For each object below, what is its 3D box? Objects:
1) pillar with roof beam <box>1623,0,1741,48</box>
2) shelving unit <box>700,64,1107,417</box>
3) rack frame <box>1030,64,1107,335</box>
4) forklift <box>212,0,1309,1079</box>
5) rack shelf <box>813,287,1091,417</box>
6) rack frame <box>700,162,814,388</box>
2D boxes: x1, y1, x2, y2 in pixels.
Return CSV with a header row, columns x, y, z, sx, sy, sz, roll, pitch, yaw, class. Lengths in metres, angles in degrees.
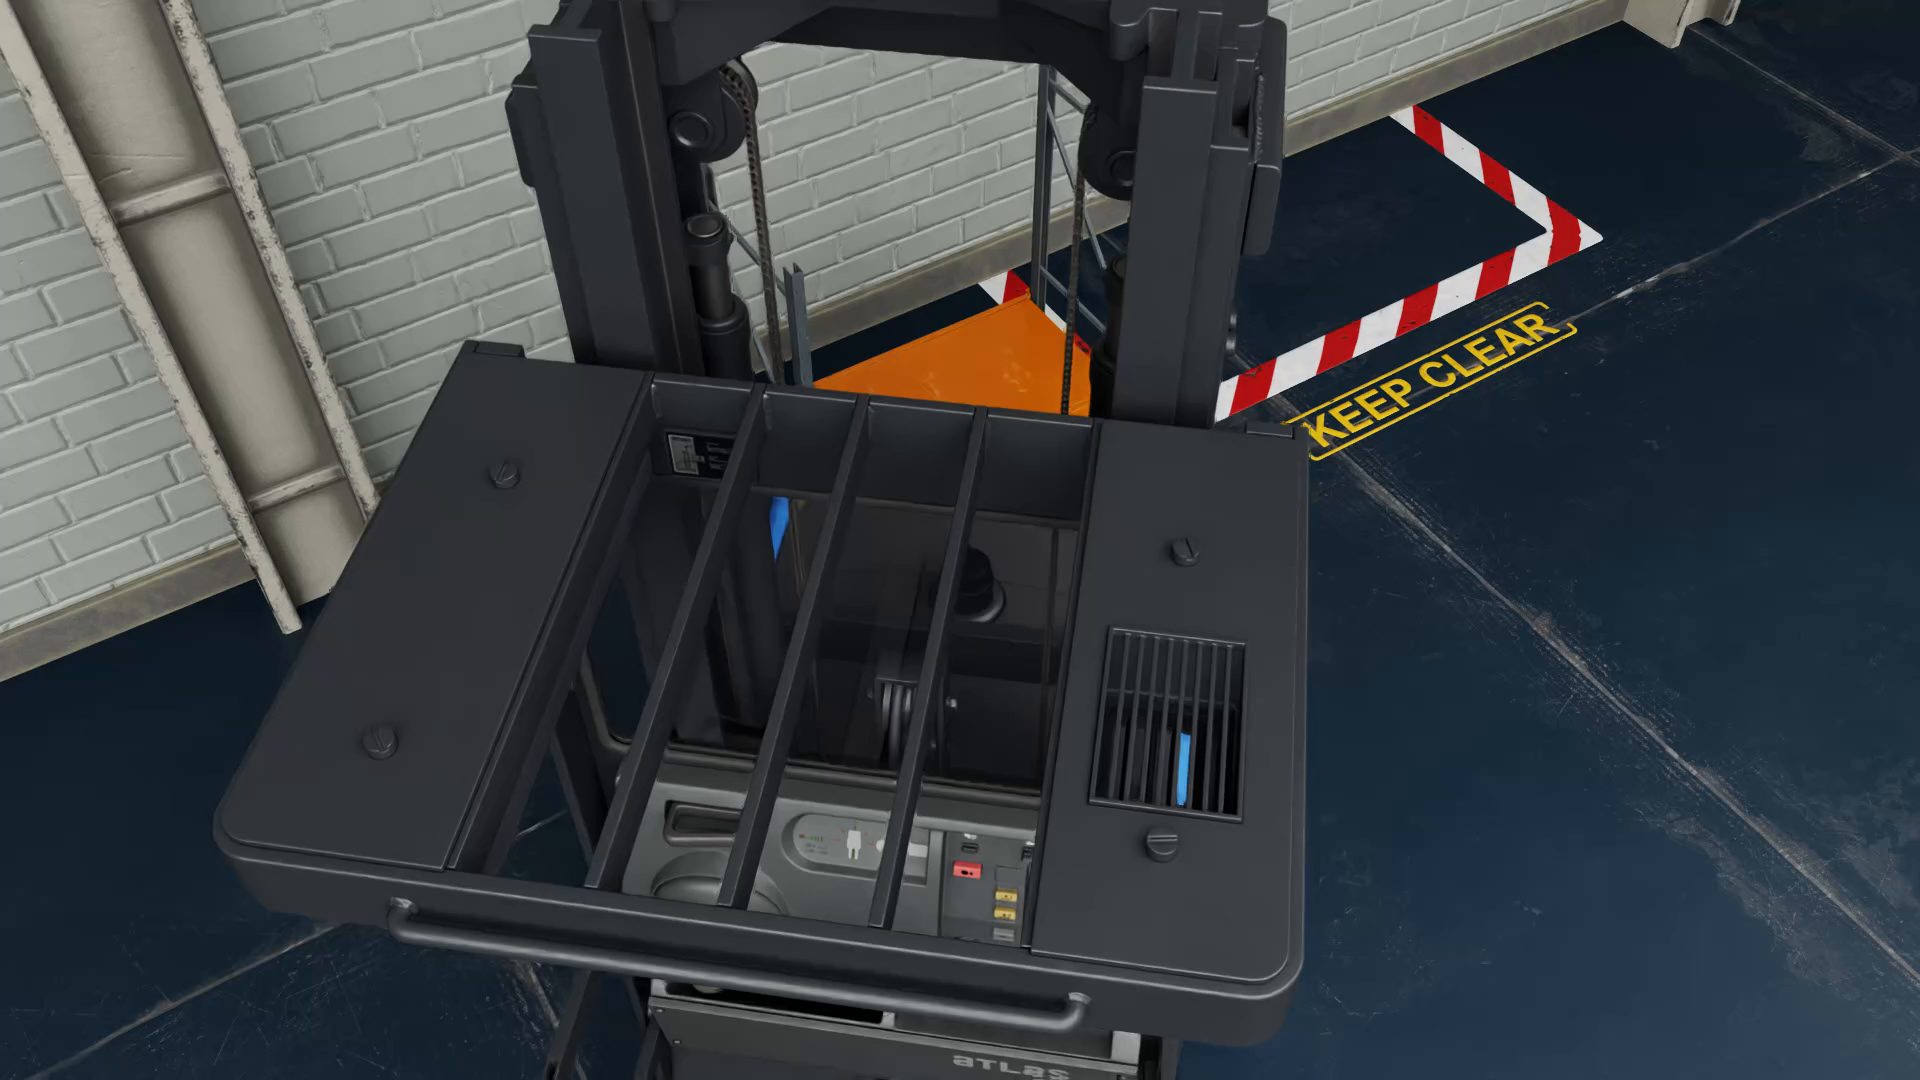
x,y,z,sx,sy,sz,roll,pitch,yaw,class
5.427,-2.555,1.500,0.400,9.000,9.100,-25,53,-21,pillar with roof beam
-0.064,-0.468,4.663,1.083,1.500,0.587,-25,53,-21,shelving unit
0.358,-0.667,4.840,0.032,1.500,0.500,-25,53,-21,rack frame
-0.151,0.710,2.655,1.130,2.935,3.031,6,49,6,forklift
-0.072,-0.345,4.794,1.000,0.185,0.538,-25,53,-21,rack shelf
-0.502,-0.262,4.479,0.032,1.500,0.500,-25,53,-21,rack frame
